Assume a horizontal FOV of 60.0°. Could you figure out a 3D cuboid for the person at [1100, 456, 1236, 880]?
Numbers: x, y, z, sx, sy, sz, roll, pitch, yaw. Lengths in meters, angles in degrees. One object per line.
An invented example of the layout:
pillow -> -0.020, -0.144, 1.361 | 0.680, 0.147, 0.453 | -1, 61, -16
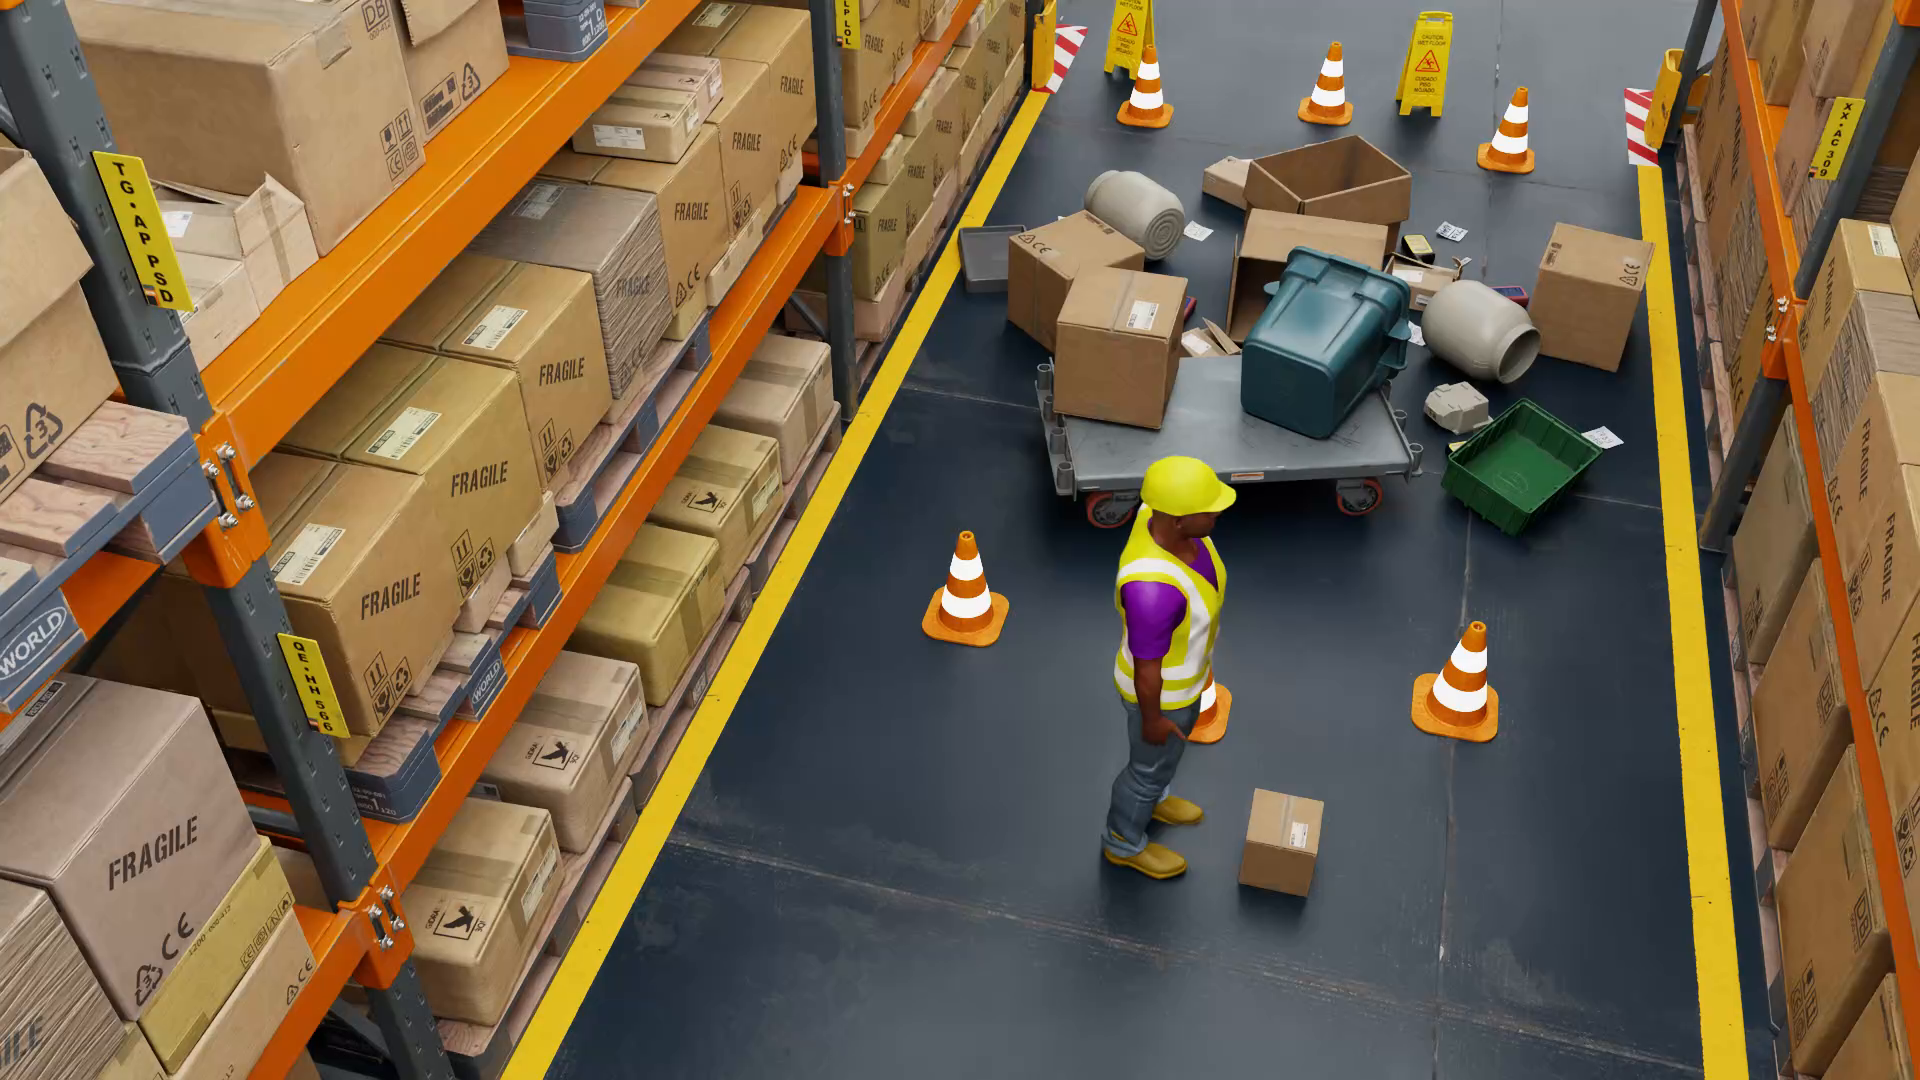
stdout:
person -> 0.702, 0.443, 5.638 | 0.370, 1.776, 0.567 | 10, 42, 12
